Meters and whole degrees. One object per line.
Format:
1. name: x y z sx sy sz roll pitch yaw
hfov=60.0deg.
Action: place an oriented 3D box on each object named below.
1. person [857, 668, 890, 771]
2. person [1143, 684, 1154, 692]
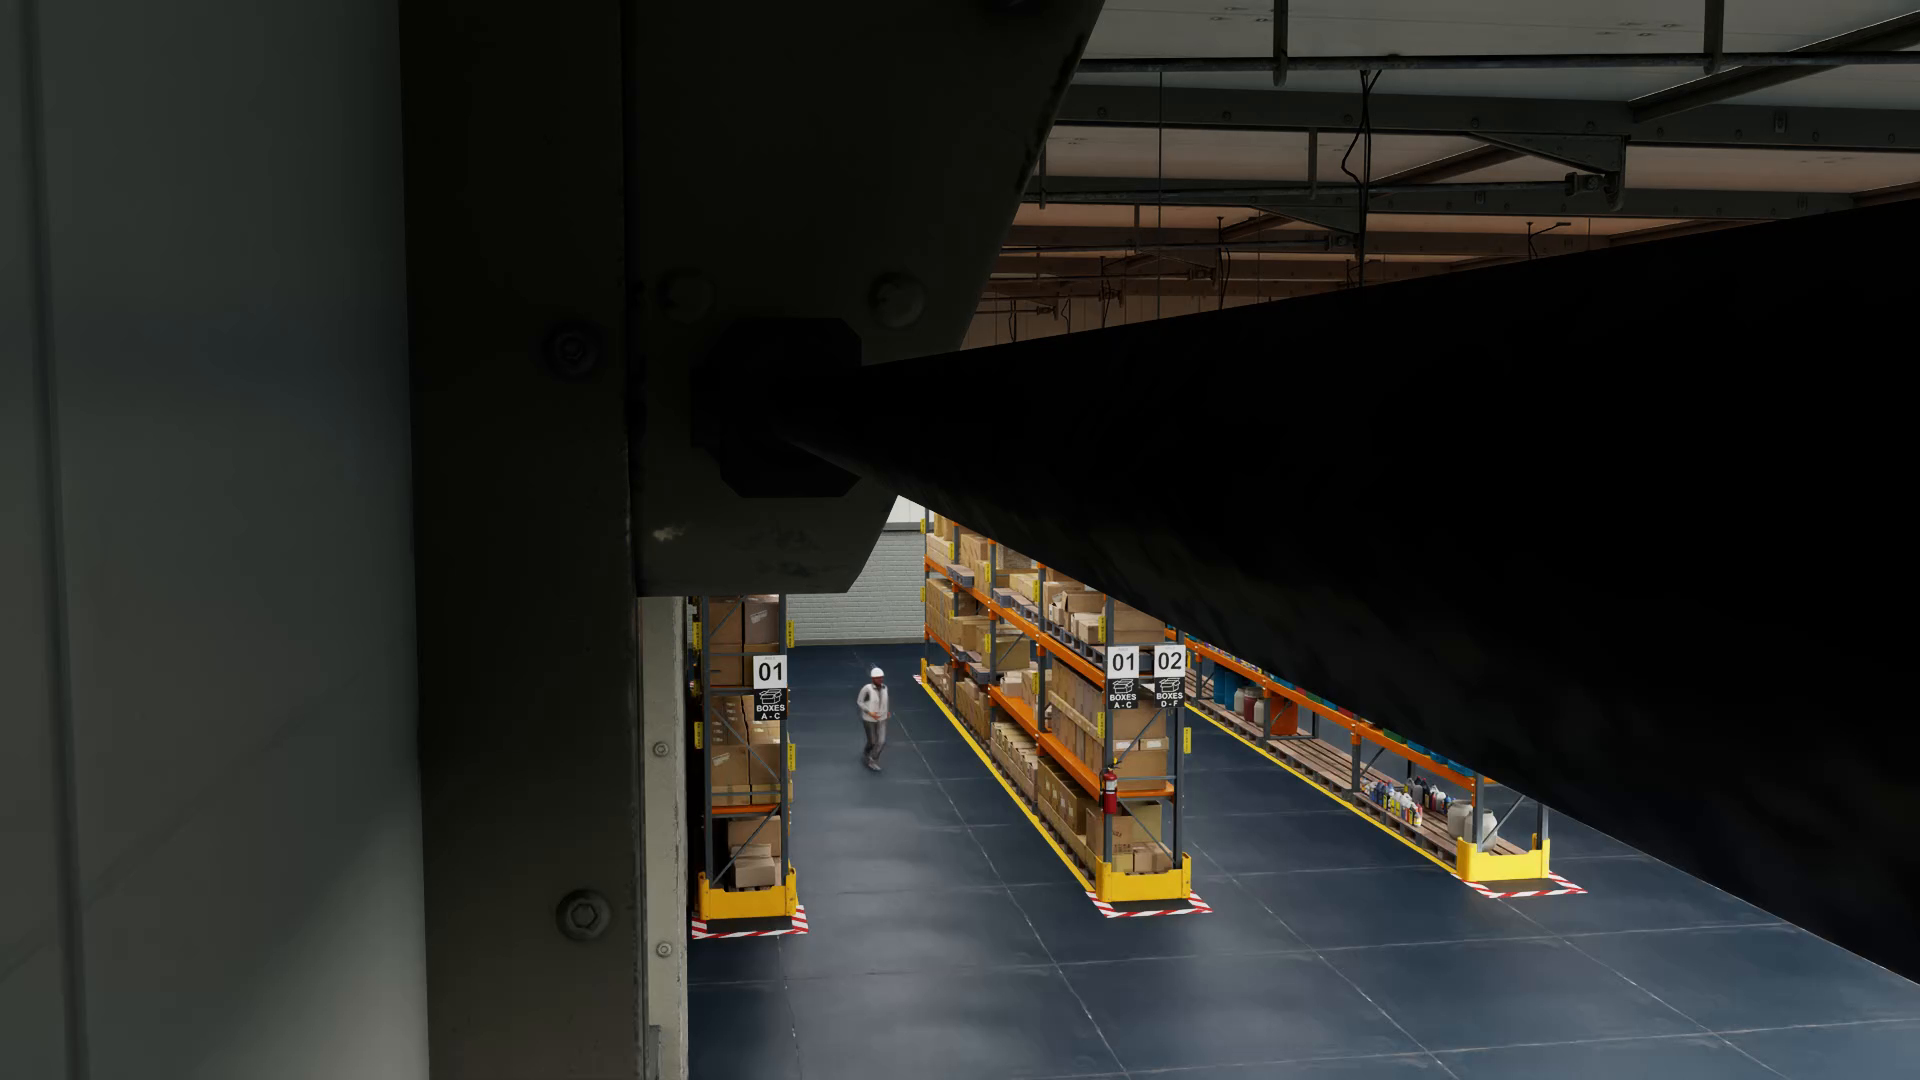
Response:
1. person: -1.480 3.003 28.142 0.645 1.734 0.678 -2 6 -25
2. person: 3.343 3.015 28.322 0.815 1.738 0.695 3 6 35
